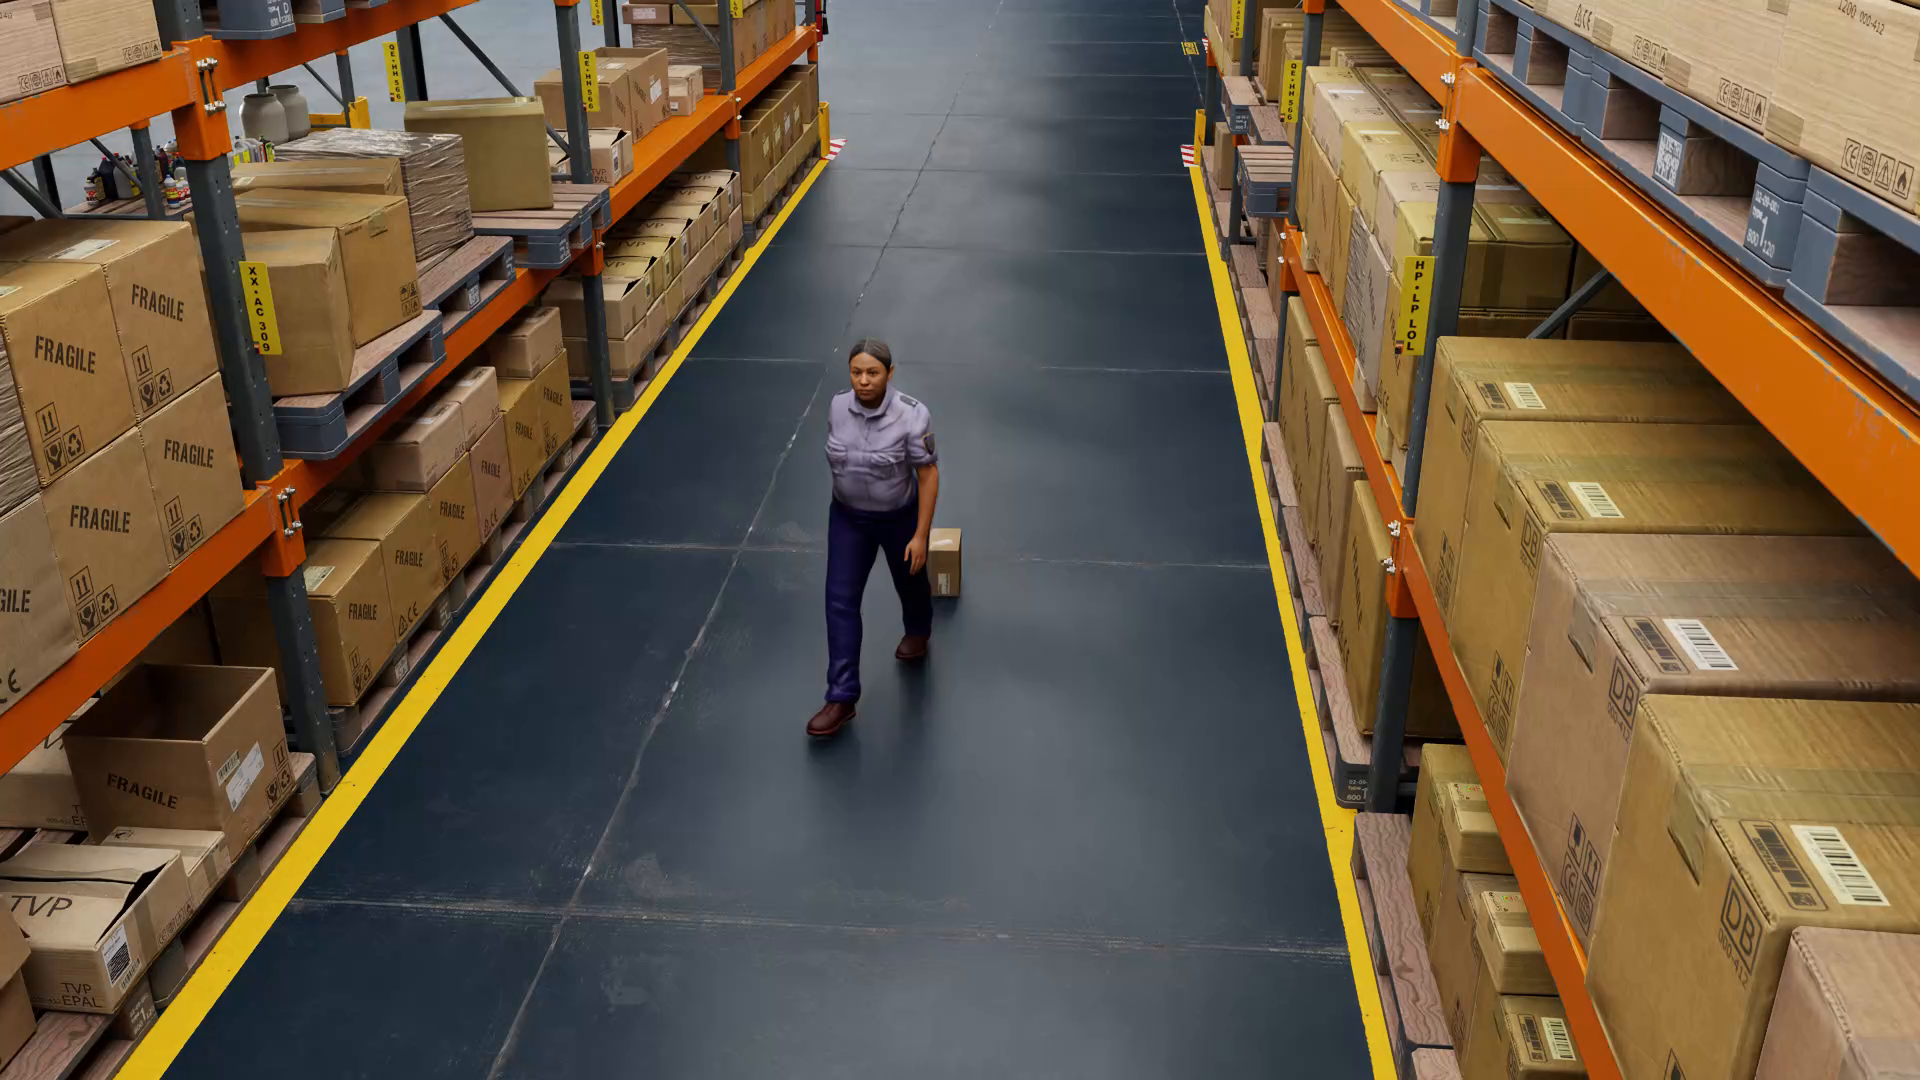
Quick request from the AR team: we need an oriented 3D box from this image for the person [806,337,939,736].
[{"bbox_3d":[-0.325,-0.078,6.796,0.506,1.576,1.024,6,25,13],"label":"person"}]
